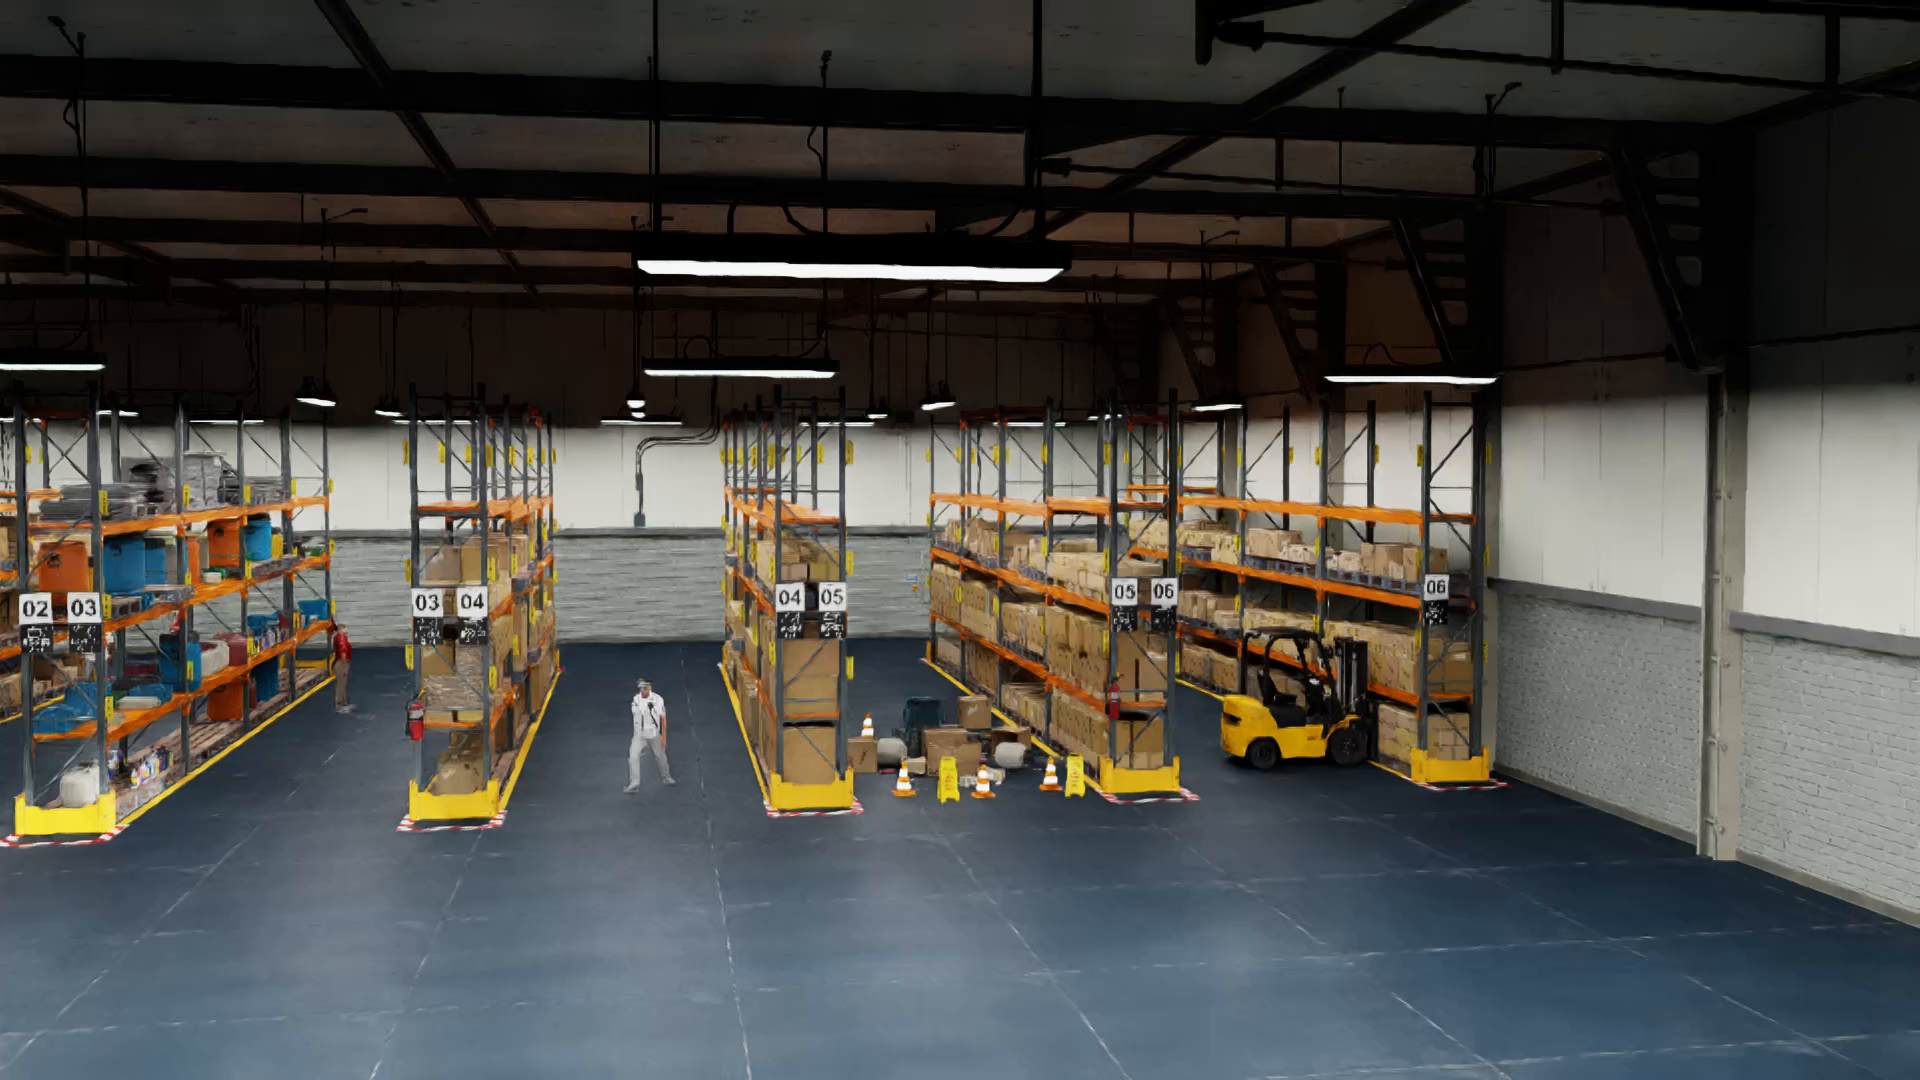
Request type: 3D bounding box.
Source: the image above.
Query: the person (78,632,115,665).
[{"bbox_3d":[-17.700,2.448,34.036,0.719,1.678,0.442,-1,3,-15],"label":"person"}]

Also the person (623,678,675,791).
[{"bbox_3d":[-4.640,2.888,24.926,0.537,1.701,0.978,1,3,11],"label":"person"}]

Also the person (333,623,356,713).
[{"bbox_3d":[-12.037,2.473,32.506,0.479,1.732,0.619,-2,3,-31],"label":"person"}]

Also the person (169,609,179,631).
[{"bbox_3d":[-18.172,2.109,38.702,0.434,1.731,0.601,1,3,23],"label":"person"}]
